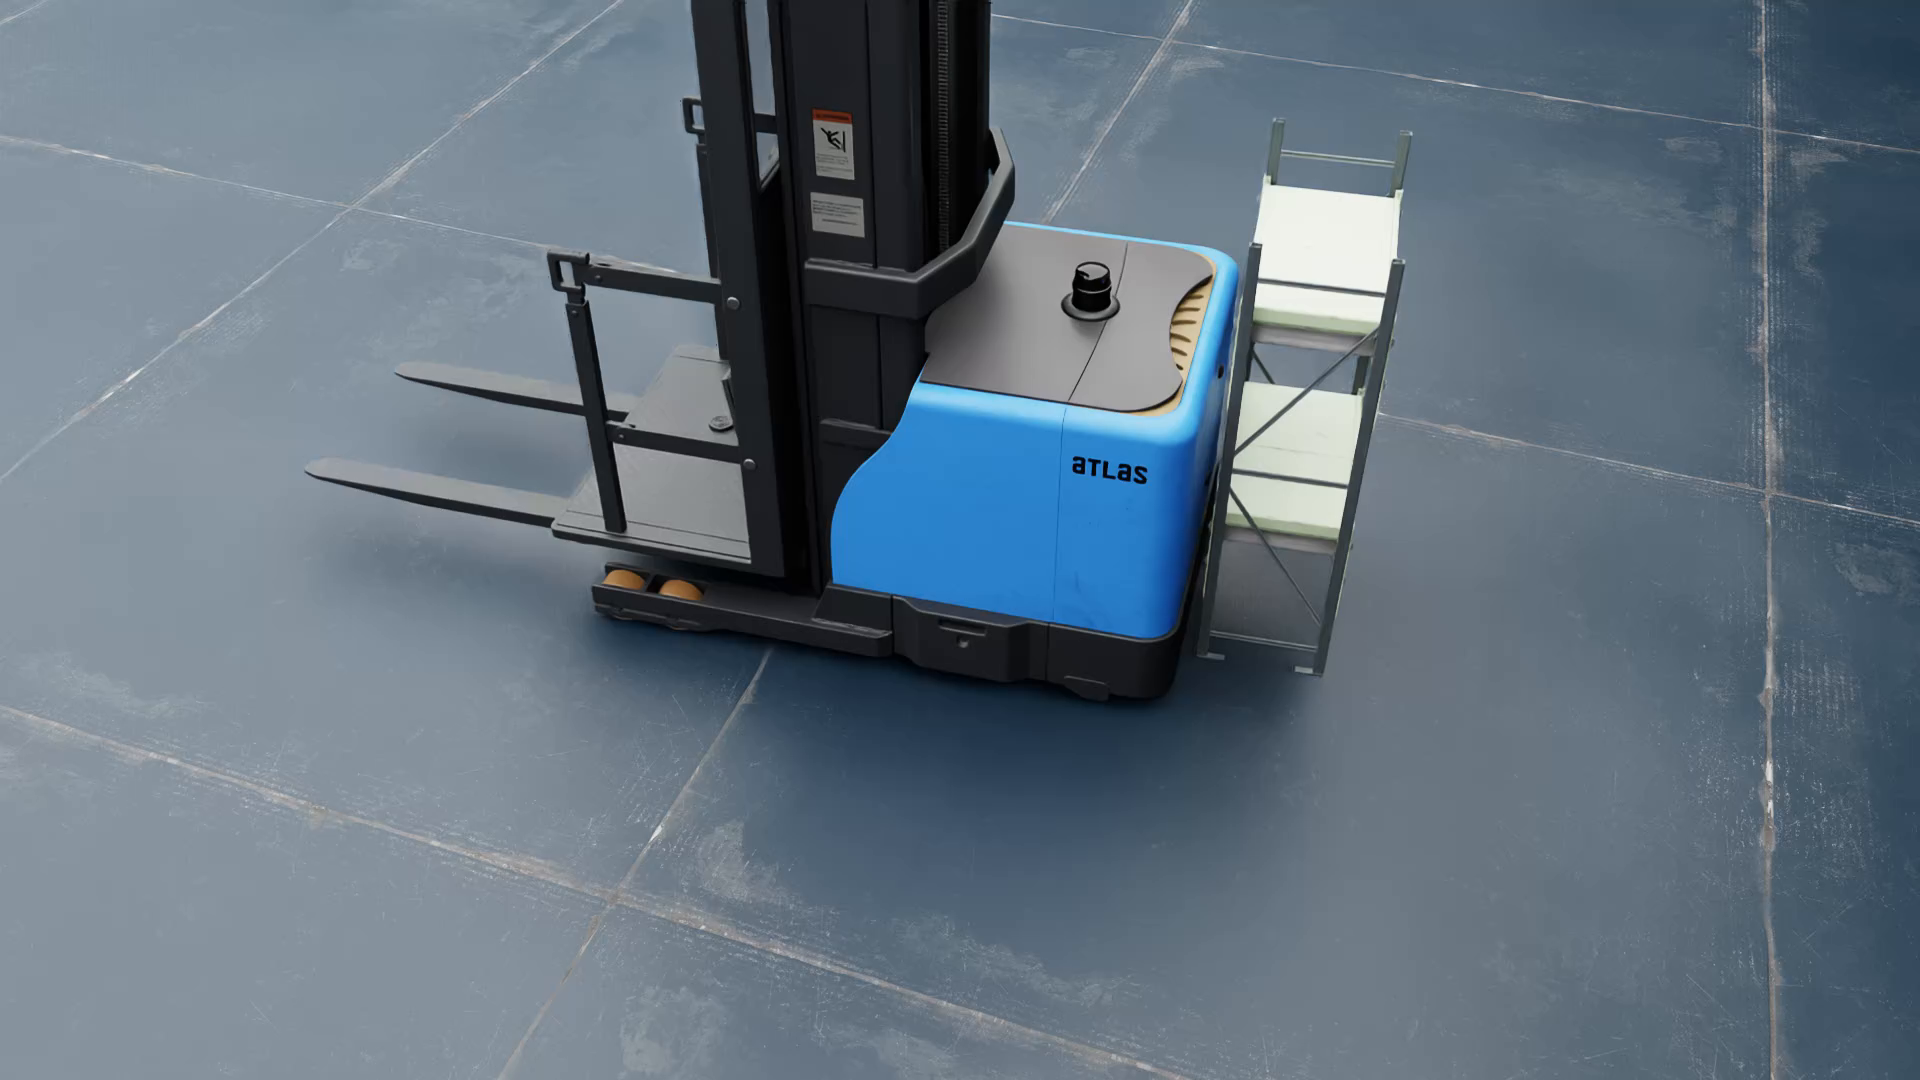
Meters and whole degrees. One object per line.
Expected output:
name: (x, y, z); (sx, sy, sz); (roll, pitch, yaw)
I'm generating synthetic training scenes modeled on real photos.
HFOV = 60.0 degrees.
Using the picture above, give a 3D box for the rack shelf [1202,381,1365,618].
rack shelf: (1.034, -0.157, 5.281); (0.431, 0.370, 0.720); (9, 41, 10)

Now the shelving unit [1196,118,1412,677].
shelving unit: (1.034, -0.405, 5.069); (0.431, 1.500, 0.755); (9, 41, 10)

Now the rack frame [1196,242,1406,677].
rack frame: (0.951, -0.174, 4.798); (0.400, 1.500, 0.023); (9, 41, 10)

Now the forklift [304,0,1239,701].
forklift: (-0.698, -1.141, 4.830); (3.031, 2.935, 1.130); (10, 41, 11)

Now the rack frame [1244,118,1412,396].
rack frame: (1.116, -0.637, 5.341); (0.400, 1.500, 0.023); (9, 41, 10)

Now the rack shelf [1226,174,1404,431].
rack shelf: (1.034, -0.702, 4.816); (0.431, 0.370, 0.720); (9, 41, 10)
